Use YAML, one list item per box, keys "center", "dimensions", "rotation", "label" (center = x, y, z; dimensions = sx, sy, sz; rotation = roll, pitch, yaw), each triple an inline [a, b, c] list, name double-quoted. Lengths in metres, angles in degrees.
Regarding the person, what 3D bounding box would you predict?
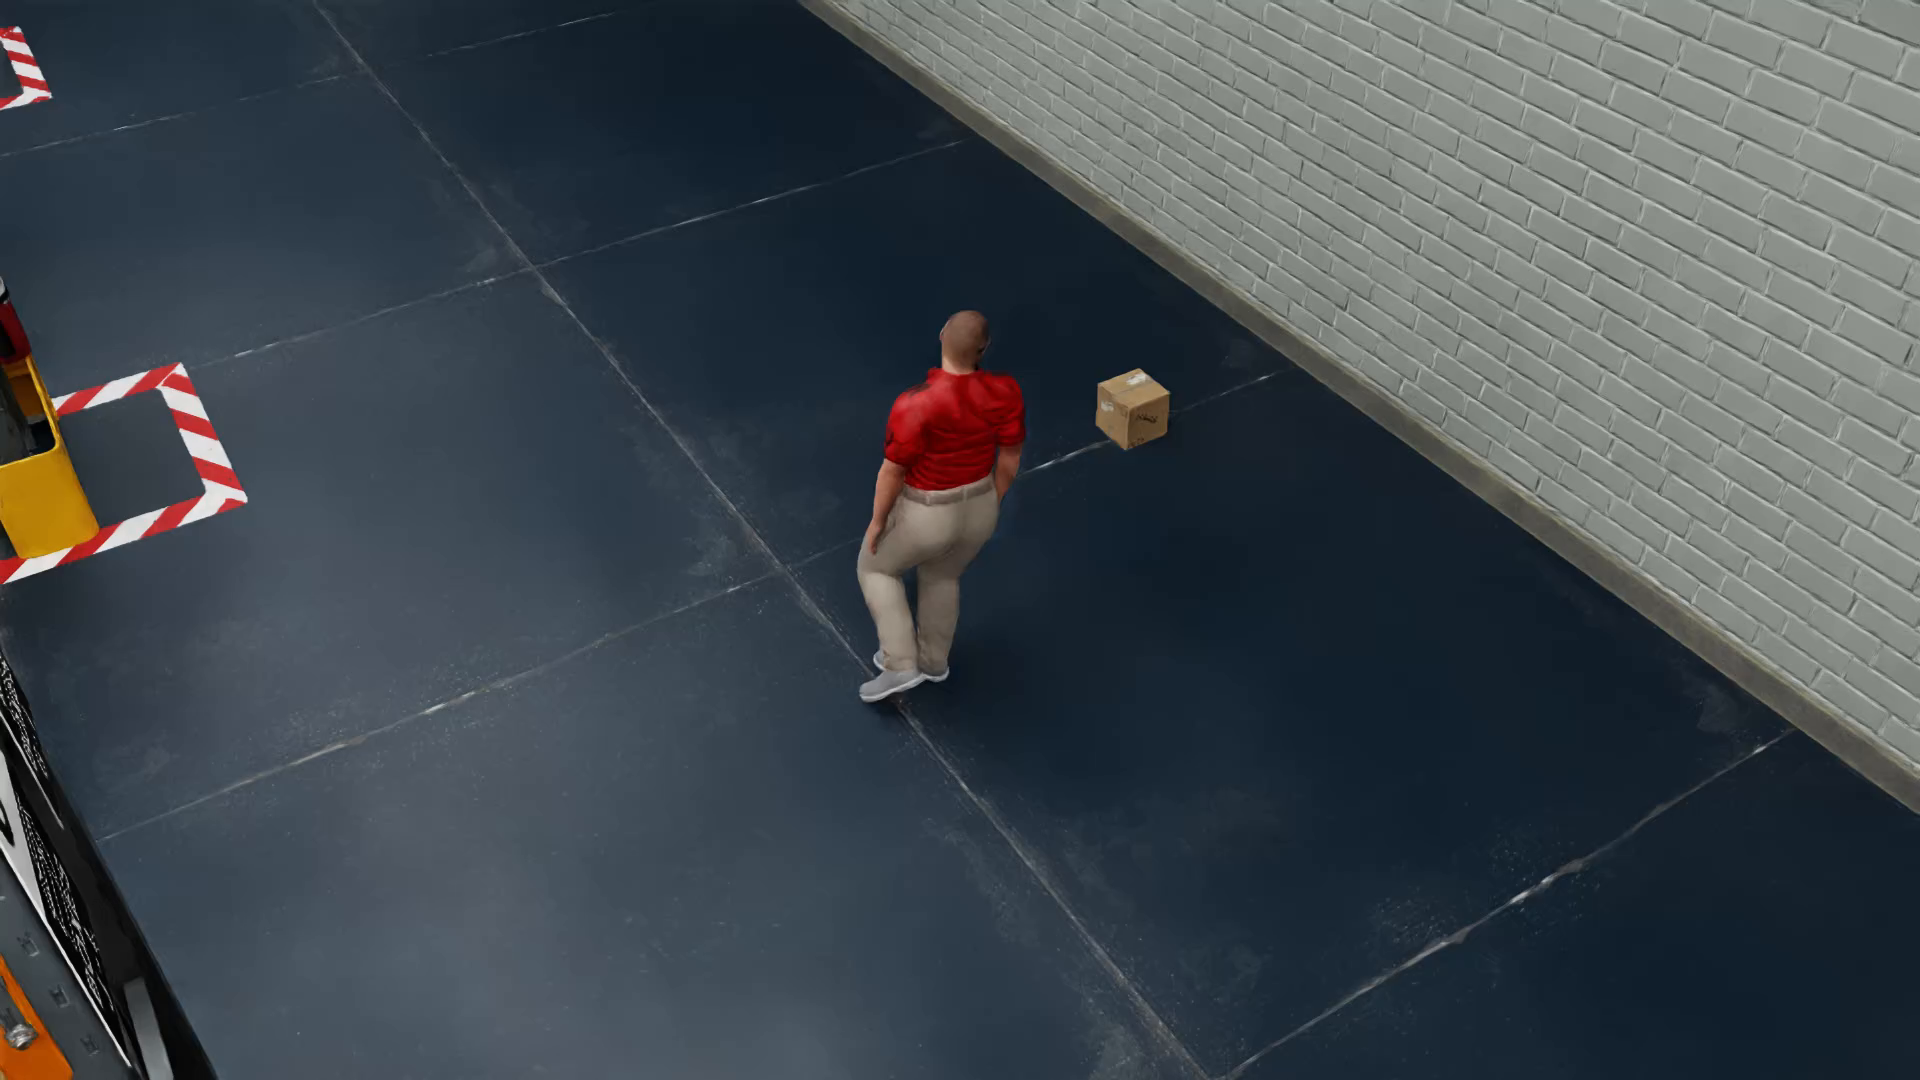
- center: [-0.126, -0.117, 6.323]
  dimensions: [0.699, 1.717, 0.434]
  rotation: [-23, 46, -24]
  label: "person"
